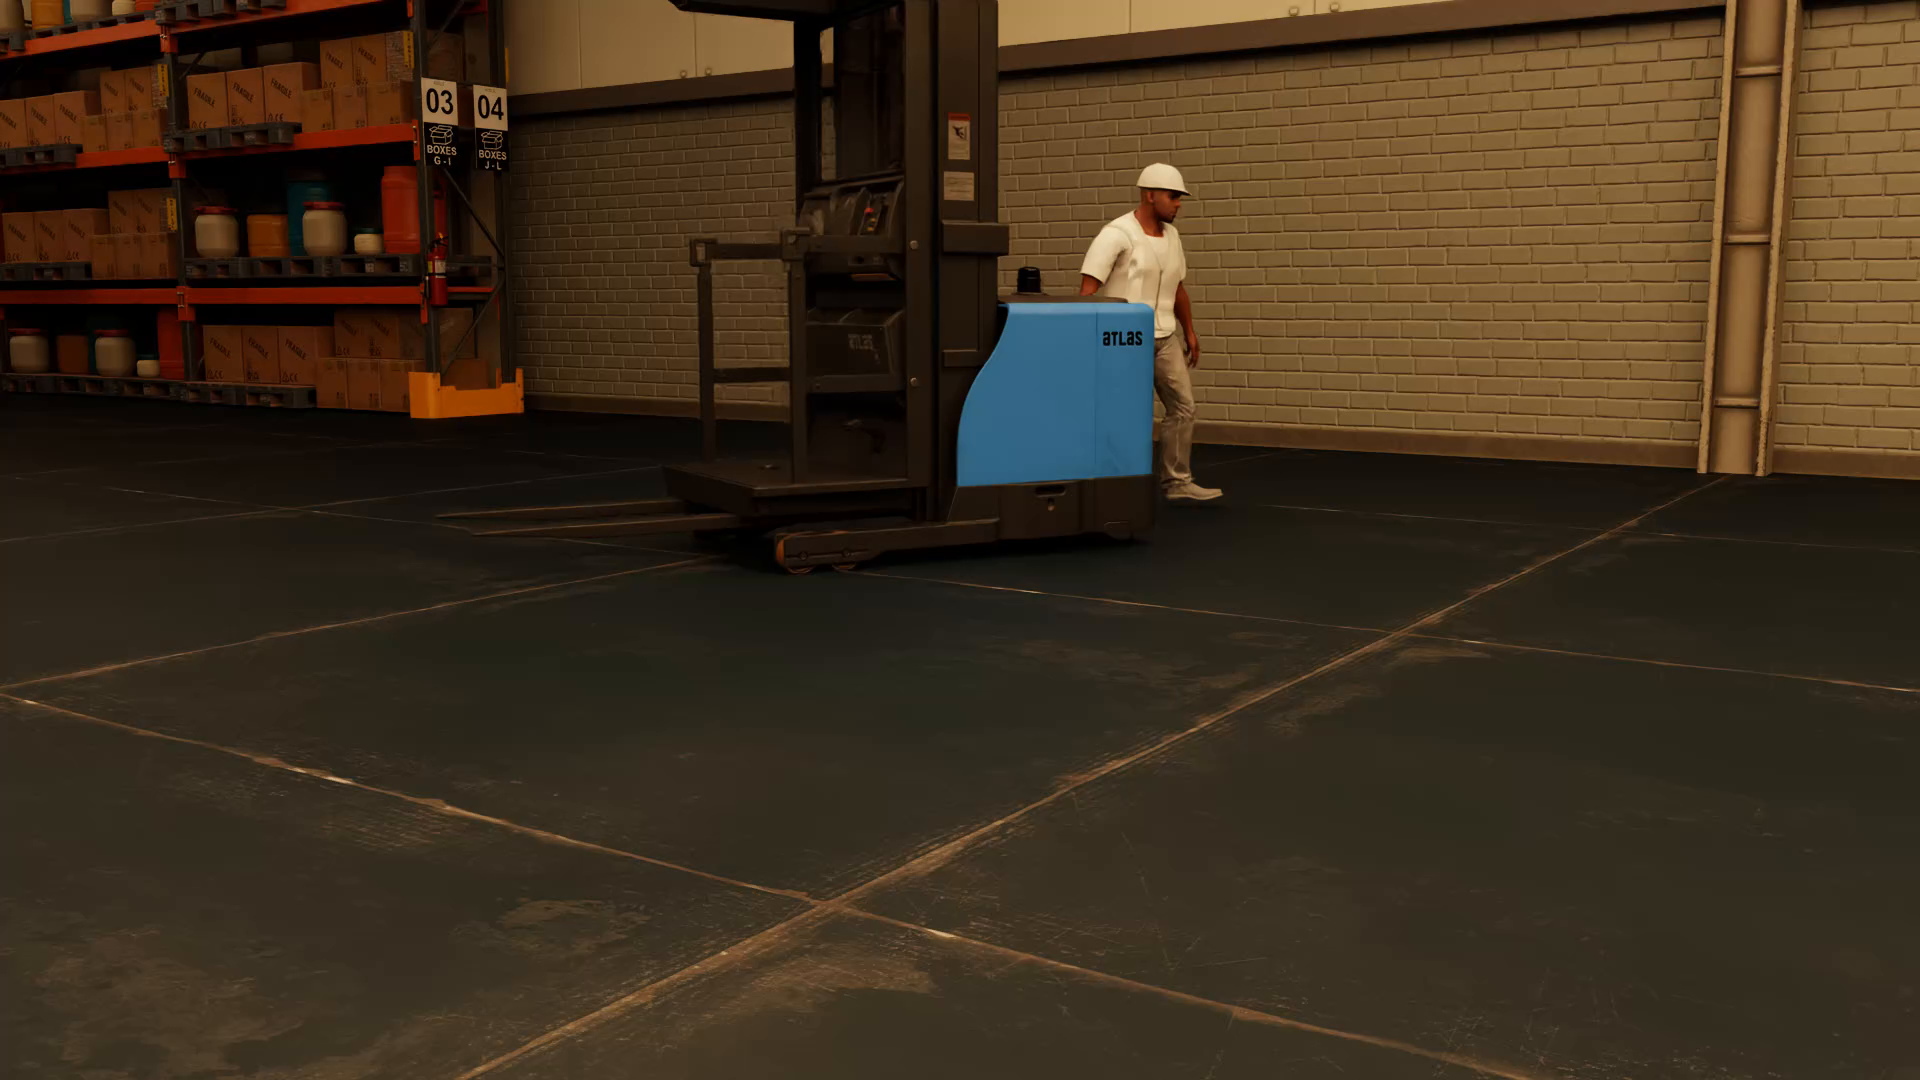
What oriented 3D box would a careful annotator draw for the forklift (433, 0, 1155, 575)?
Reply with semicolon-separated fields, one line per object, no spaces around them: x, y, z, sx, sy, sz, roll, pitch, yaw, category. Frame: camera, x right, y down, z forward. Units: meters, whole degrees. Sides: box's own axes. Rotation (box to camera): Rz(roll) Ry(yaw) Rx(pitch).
-0.655;-1.397;7.017;3.031;2.935;1.130;-5;9;-29;forklift

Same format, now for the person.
0.969;-1.045;8.525;0.866;1.732;0.438;-7;10;-39;person
